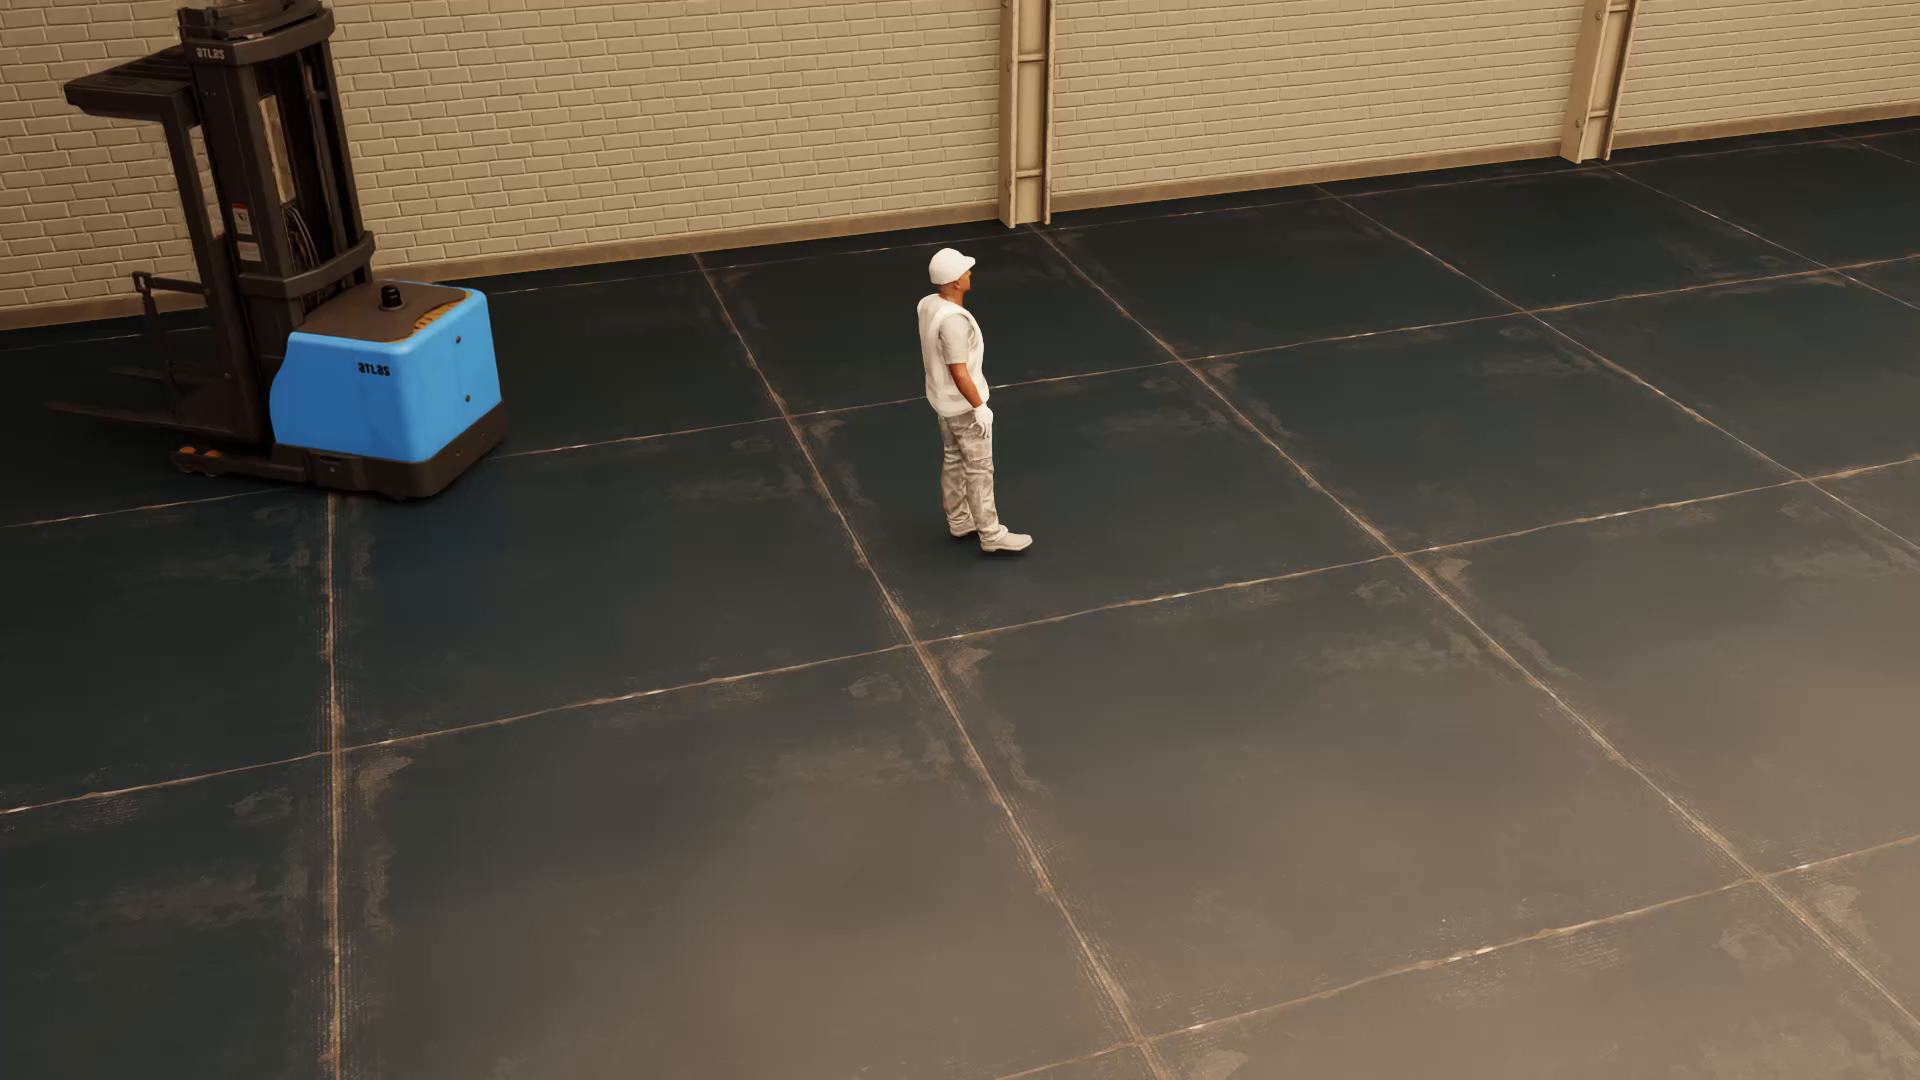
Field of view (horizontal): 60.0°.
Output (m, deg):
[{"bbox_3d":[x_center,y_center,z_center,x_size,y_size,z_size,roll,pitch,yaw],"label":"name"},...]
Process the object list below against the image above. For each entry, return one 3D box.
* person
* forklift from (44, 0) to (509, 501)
[{"bbox_3d":[0.071,-0.821,9.570,0.577,1.781,0.656,-10,31,-16],"label":"person"},{"bbox_3d":[-4.596,-1.922,10.427,3.031,2.935,1.130,8,31,14],"label":"forklift"}]
